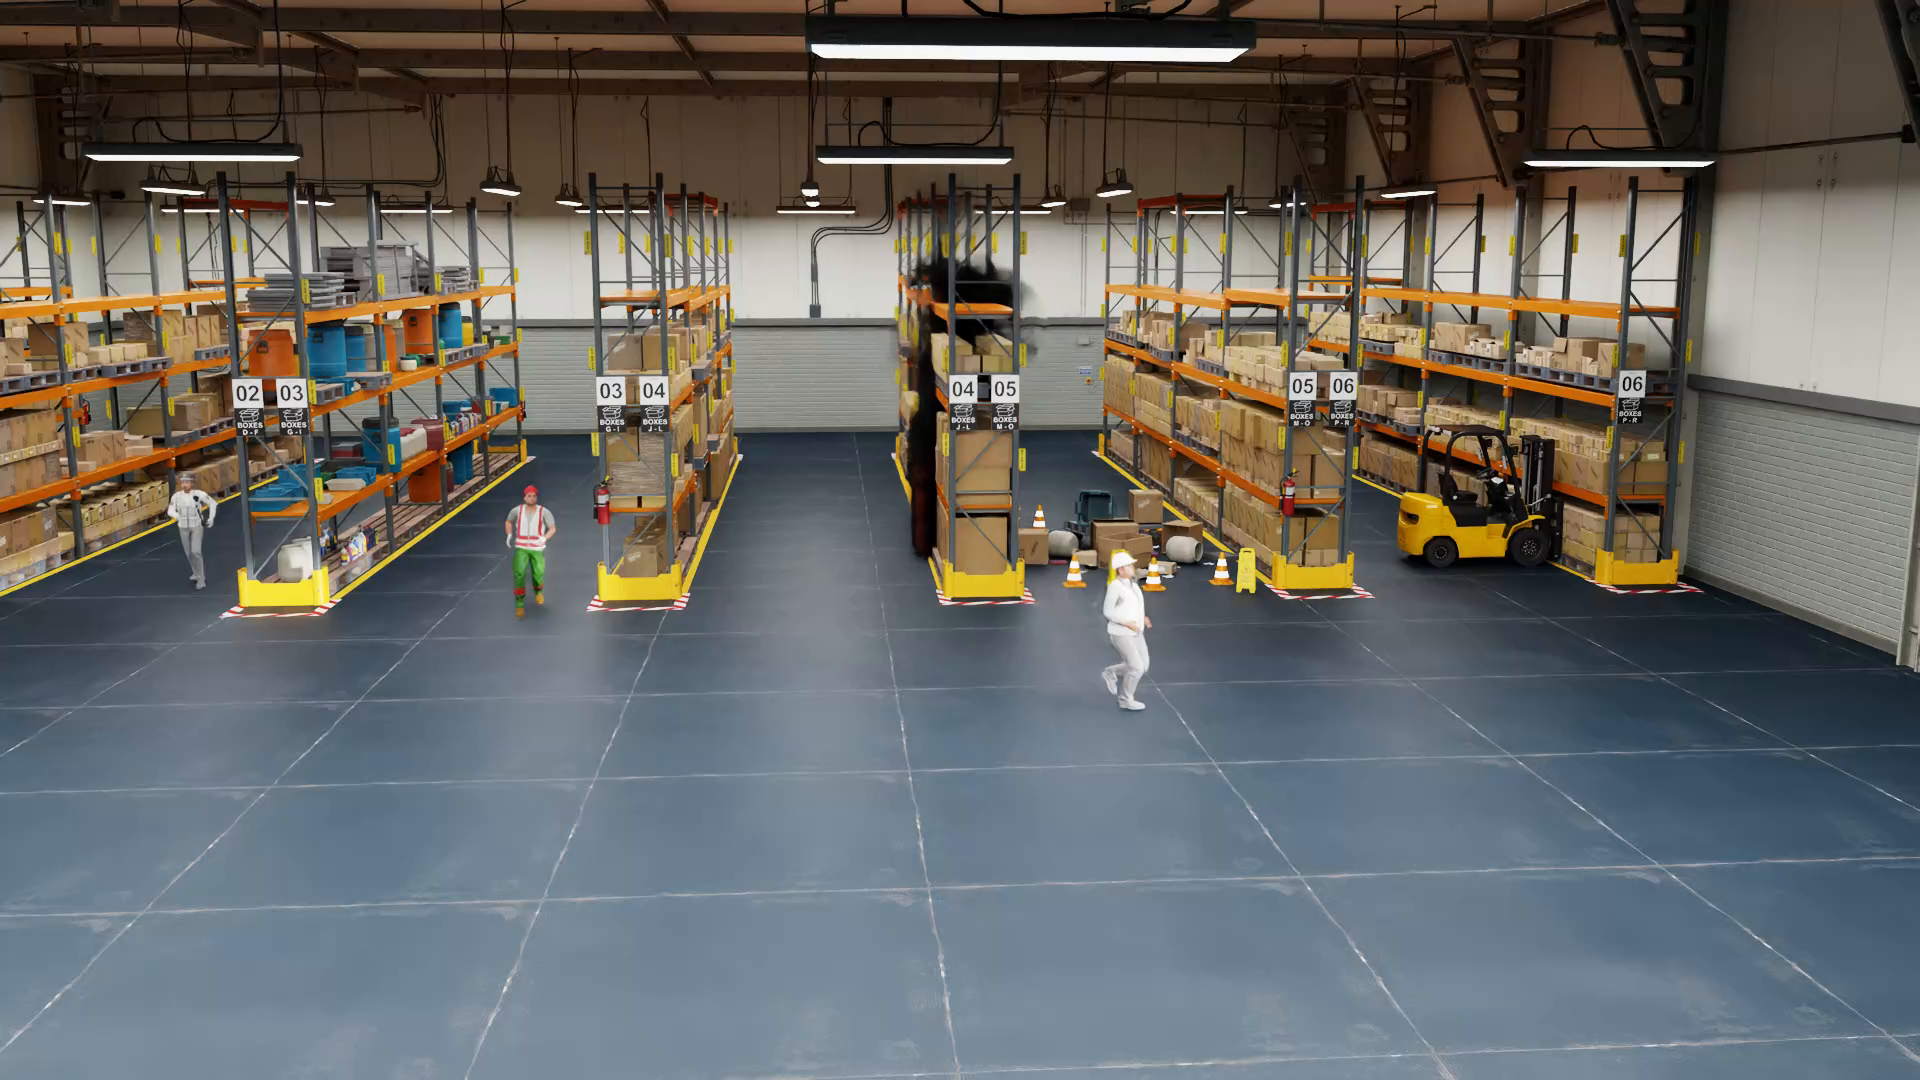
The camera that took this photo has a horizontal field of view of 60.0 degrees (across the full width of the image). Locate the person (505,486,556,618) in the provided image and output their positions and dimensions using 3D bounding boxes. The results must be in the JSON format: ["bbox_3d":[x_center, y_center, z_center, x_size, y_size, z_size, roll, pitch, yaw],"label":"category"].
[{"bbox_3d":[-5.941,0.131,22.981,0.695,1.756,0.908,-1,10,-7],"label":"person"}]

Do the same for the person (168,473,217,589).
[{"bbox_3d":[-11.411,-0.139,24.724,0.623,1.761,0.719,-1,10,-8],"label":"person"}]

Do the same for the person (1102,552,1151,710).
[{"bbox_3d":[1.789,0.987,18.152,0.612,1.721,0.657,6,12,31],"label":"person"}]
